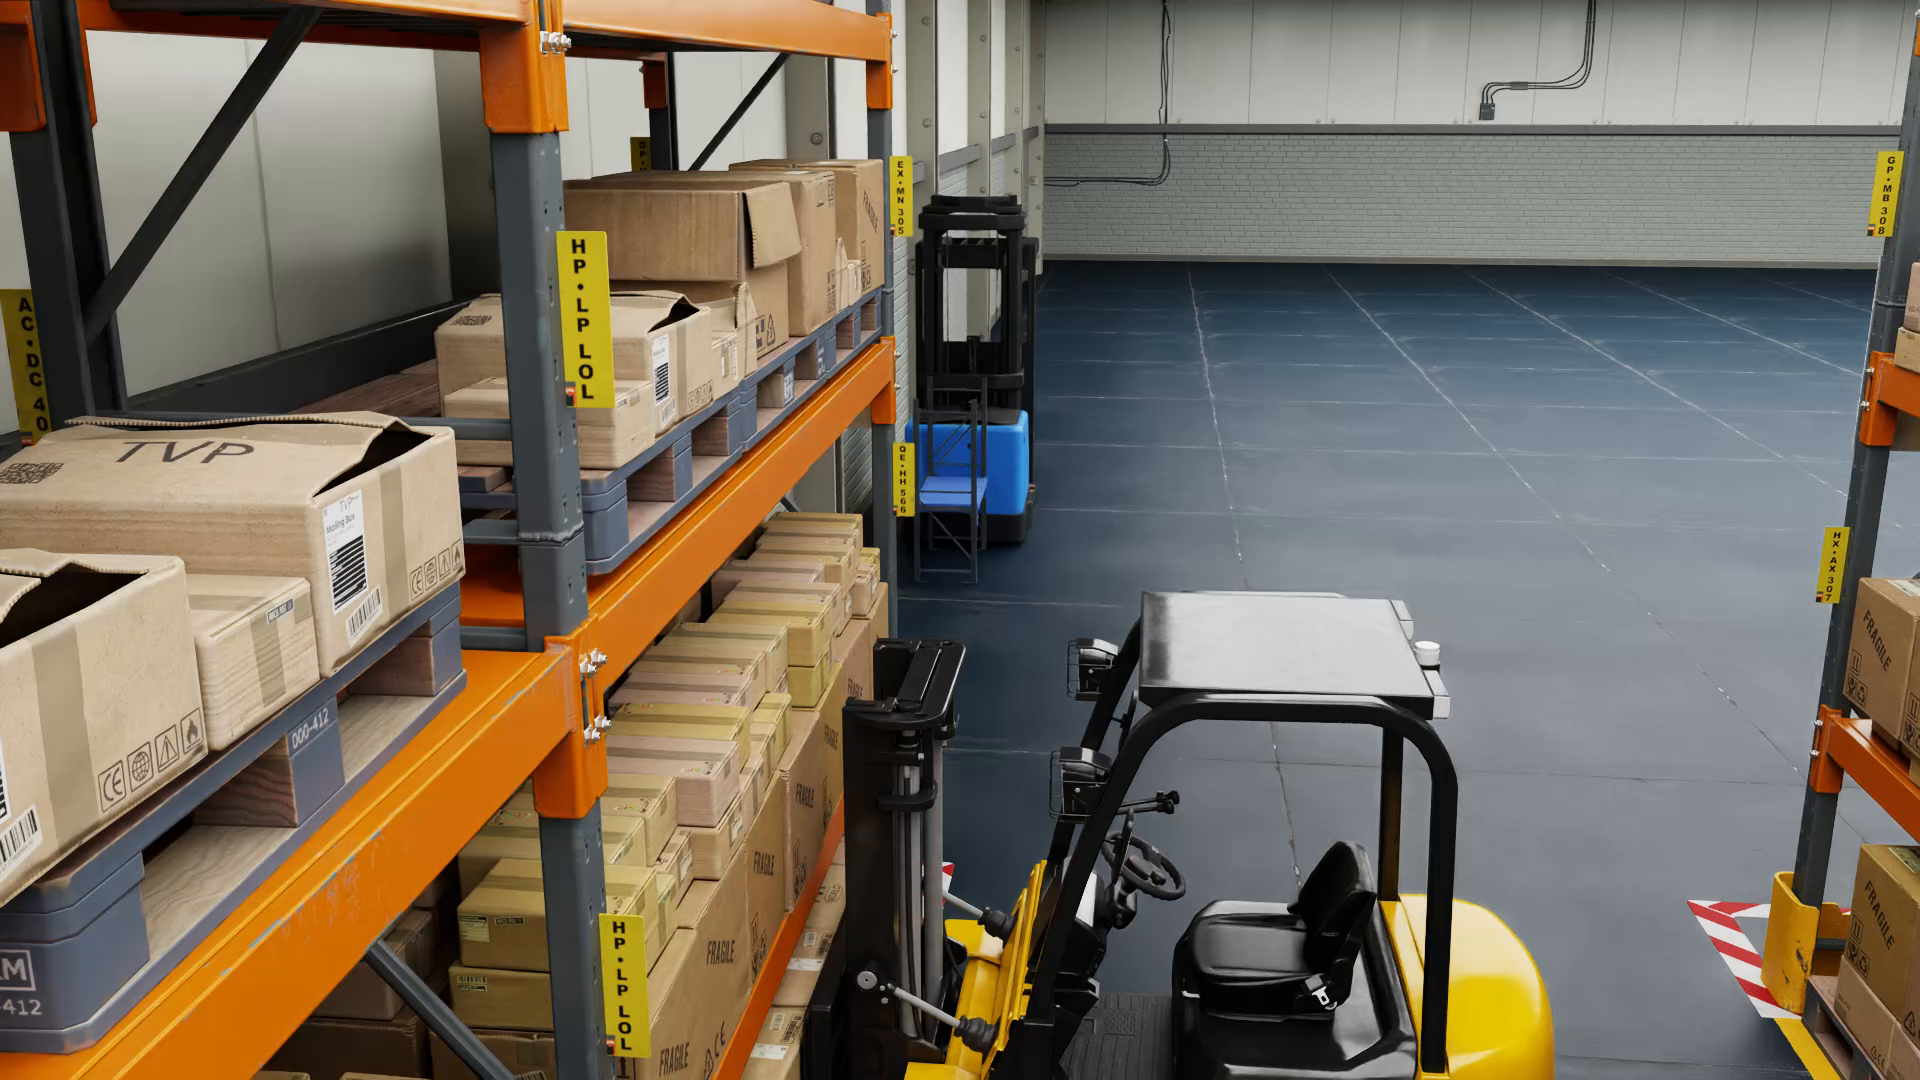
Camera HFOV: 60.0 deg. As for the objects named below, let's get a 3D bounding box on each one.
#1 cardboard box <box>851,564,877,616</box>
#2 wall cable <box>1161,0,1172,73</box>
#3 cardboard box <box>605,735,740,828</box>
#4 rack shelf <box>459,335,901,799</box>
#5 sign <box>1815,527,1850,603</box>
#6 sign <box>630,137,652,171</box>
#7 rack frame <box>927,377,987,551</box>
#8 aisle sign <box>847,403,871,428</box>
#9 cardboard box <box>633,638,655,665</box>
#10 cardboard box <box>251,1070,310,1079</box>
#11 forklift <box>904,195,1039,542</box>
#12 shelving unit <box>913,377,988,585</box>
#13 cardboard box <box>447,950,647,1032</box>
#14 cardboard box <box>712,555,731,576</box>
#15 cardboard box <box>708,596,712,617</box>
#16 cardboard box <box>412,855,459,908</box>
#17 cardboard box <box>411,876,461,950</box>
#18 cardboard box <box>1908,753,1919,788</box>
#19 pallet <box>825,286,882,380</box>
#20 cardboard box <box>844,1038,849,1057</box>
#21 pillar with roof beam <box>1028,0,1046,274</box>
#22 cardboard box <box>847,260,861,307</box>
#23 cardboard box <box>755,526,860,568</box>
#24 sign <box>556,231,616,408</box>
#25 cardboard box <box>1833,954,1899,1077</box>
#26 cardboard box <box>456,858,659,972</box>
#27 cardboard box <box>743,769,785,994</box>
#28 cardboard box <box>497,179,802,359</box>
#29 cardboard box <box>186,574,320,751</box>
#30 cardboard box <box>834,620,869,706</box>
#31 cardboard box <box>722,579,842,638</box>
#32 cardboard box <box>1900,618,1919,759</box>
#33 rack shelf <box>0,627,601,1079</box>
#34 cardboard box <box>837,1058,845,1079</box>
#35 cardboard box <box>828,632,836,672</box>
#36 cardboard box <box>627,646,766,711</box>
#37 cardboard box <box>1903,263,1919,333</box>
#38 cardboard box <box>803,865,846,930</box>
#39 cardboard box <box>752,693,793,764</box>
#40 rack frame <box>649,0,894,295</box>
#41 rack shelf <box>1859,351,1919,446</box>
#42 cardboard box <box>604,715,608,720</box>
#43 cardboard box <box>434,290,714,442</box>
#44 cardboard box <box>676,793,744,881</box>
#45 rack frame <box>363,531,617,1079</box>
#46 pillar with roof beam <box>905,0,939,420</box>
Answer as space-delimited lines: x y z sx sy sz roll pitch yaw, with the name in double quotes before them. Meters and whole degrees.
"cardboard box" -0.544 0.197 6.754 0.380 0.149 0.250 2 15 7
"wall cable" 5.961 -11.715 37.019 3.097 2.526 0.112 2 15 6
"cardboard box" -0.814 0.650 4.506 0.380 0.149 0.250 2 15 8
"rack shelf" -1.010 -0.189 5.248 1.077 0.370 4.000 2 15 6
"sign" 3.609 0.104 6.872 0.100 0.325 0.005 2 15 6
"sign" -1.335 -1.533 7.014 0.100 0.325 0.005 2 15 6
"rack frame" -0.024 -0.640 14.157 0.500 1.500 0.032 1 15 5
"aisle sign" -0.485 -0.871 7.155 0.394 0.787 0.004 2 15 6
"cardboard box" -1.237 0.369 5.548 0.380 0.149 0.250 2 15 7
"cardboard box" -1.488 1.153 3.215 0.380 0.149 0.250 1 15 5
"forklift" 0.162 -1.732 15.451 1.130 2.935 3.031 1 15 5
"shelving unit" -0.070 -0.508 13.668 0.538 1.500 1.048 1 15 5
"cardboard box" -0.938 0.994 3.806 0.380 0.149 0.250 1 15 5
"cardboard box" -1.113 0.104 6.526 0.380 0.149 0.250 2 15 7
"cardboard box" -1.080 0.243 6.583 0.380 0.149 0.250 1 15 5
"cardboard box" -1.430 0.770 4.066 0.380 0.149 0.250 1 15 5
"cardboard box" -1.461 0.912 4.109 0.380 0.149 0.250 1 15 5
"cardboard box" 3.779 0.873 6.167 0.380 0.149 0.250 1 15 4
"pallet" -0.890 -0.830 6.408 1.003 0.211 1.213 2 15 6
"cardboard box" -0.633 1.676 6.224 0.500 0.250 0.500 1 15 5
"pillar with roof beam" 5.904 -10.003 34.417 9.100 9.000 0.400 2 15 6
"cardboard box" -0.576 -0.961 6.209 0.380 0.149 0.250 1 15 5
"cardboard box" -0.612 0.052 6.720 0.380 0.149 0.250 2 15 6
"sign" -0.695 -0.406 3.077 0.100 0.325 0.005 2 15 6
"cardboard box" 3.782 1.864 6.487 0.500 0.250 0.500 2 15 6
"cardboard box" -0.905 0.851 3.764 0.380 0.149 0.250 2 15 7
"cardboard box" -0.828 1.007 4.998 0.500 0.500 0.500 2 15 6
"cardboard box" -0.911 -0.821 5.011 0.797 0.503 0.637 2 15 8
"cardboard box" -1.058 0.147 2.112 0.380 0.149 0.250 2 15 6
"cardboard box" -0.647 0.614 6.453 0.500 0.500 0.500 2 15 8
"cardboard box" -0.636 0.253 5.974 0.380 0.149 0.250 2 15 8
"cardboard box" 3.764 0.595 5.953 0.500 0.500 0.500 2 15 8
"rack shelf" -1.461 0.848 1.411 1.077 0.370 4.000 2 15 6
"cardboard box" -0.691 2.042 5.827 0.500 0.250 0.500 2 15 8
"cardboard box" -0.657 0.397 6.014 0.380 0.149 0.250 1 15 4
"cardboard box" -0.828 0.450 5.249 0.380 0.149 0.250 2 15 6
"cardboard box" 3.827 -0.859 6.062 0.500 0.250 0.500 1 15 5
"cardboard box" -0.625 1.427 6.186 0.500 0.250 0.500 2 15 7
"cardboard box" -0.744 0.593 5.287 0.380 0.149 0.250 1 15 5
"rack frame" -0.784 -2.503 6.680 1.000 3.000 0.127 2 15 6
"rack shelf" 3.923 -0.044 4.710 1.077 0.370 4.000 2 15 6
"cardboard box" -1.281 0.578 5.344 0.380 0.149 0.250 1 15 4
"cardboard box" -0.900 -0.434 3.950 0.500 0.311 0.500 2 15 7
"cardboard box" -0.807 0.796 4.536 0.380 0.149 0.250 2 15 7
"rack frame" -1.236 1.430 3.627 1.000 3.000 0.127 2 15 6
"pillar with roof beam" 3.873 -5.335 17.152 9.100 9.000 0.400 2 15 6
